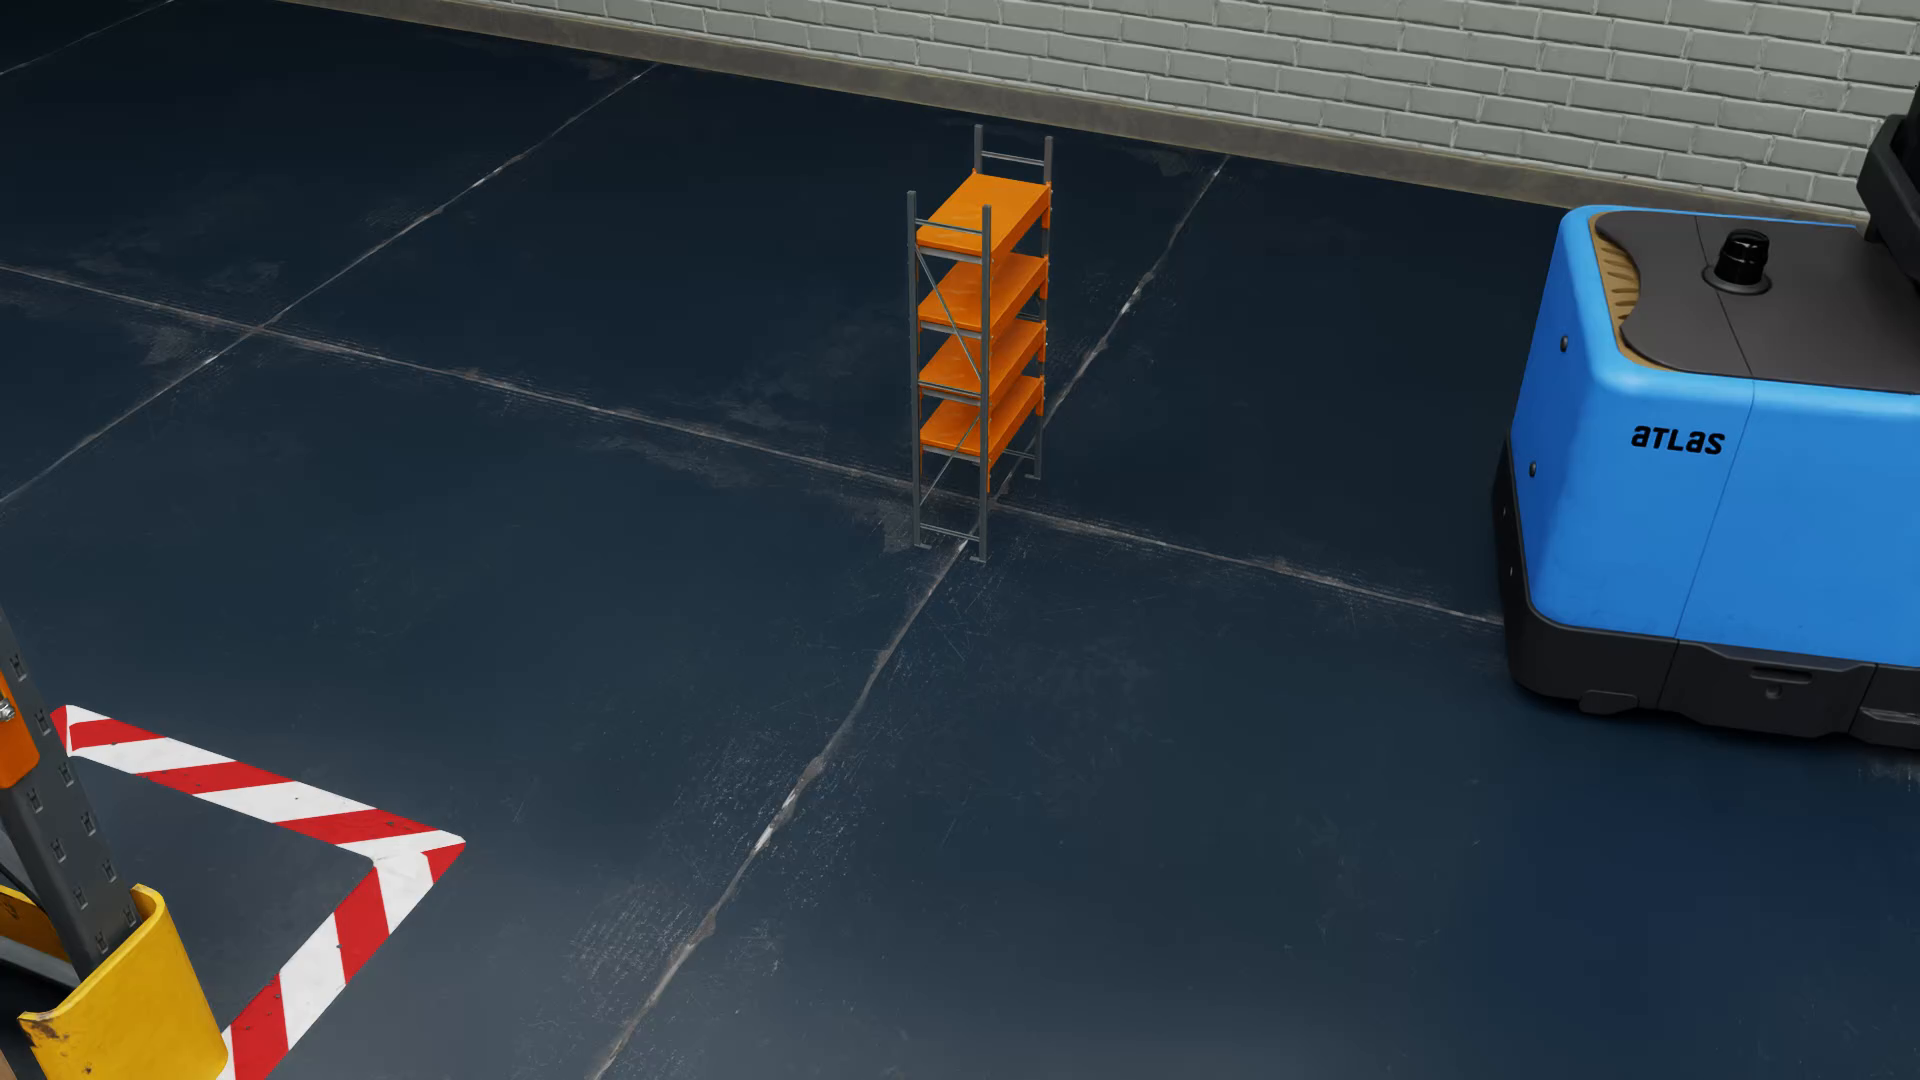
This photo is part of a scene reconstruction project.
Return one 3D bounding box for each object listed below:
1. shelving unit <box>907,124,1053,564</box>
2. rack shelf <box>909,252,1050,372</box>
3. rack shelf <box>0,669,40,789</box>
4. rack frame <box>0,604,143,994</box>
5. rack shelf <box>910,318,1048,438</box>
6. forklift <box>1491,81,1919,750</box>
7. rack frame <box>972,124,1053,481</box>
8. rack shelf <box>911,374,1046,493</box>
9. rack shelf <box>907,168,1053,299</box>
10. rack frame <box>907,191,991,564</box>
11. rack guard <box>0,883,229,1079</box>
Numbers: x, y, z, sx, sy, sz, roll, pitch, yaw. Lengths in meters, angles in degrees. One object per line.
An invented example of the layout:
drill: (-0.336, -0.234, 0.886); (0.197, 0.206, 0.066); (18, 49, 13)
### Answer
shelving unit: (0.063, -0.572, 5.013); (0.258, 1.200, 0.503); (14, 39, 18)
rack shelf: (0.063, -0.698, 4.920); (0.258, 0.148, 0.480); (14, 39, 18)
rack shelf: (-2.947, 1.255, 1.666); (1.077, 0.370, 4.000); (14, 39, 18)
rack frame: (-2.186, -0.141, 2.933); (1.000, 3.000, 0.127); (14, 39, 18)
rack shelf: (0.063, -0.518, 5.054); (0.258, 0.148, 0.480); (14, 39, 18)
forklift: (3.104, -0.833, 3.916); (3.031, 2.935, 1.130); (7, 37, 9)
rack frame: (0.156, -0.707, 5.194); (0.240, 1.200, 0.015); (14, 39, 18)
rack shelf: (0.063, -0.359, 5.173); (0.258, 0.148, 0.480); (14, 39, 18)
rack shelf: (0.063, -0.887, 4.778); (0.258, 0.148, 0.480); (14, 39, 18)
rack frame: (-0.030, -0.437, 4.833); (0.240, 1.200, 0.015); (14, 39, 18)
rack guard: (-2.215, 0.903, 3.625); (1.175, 0.500, 0.348); (14, 39, 18)
